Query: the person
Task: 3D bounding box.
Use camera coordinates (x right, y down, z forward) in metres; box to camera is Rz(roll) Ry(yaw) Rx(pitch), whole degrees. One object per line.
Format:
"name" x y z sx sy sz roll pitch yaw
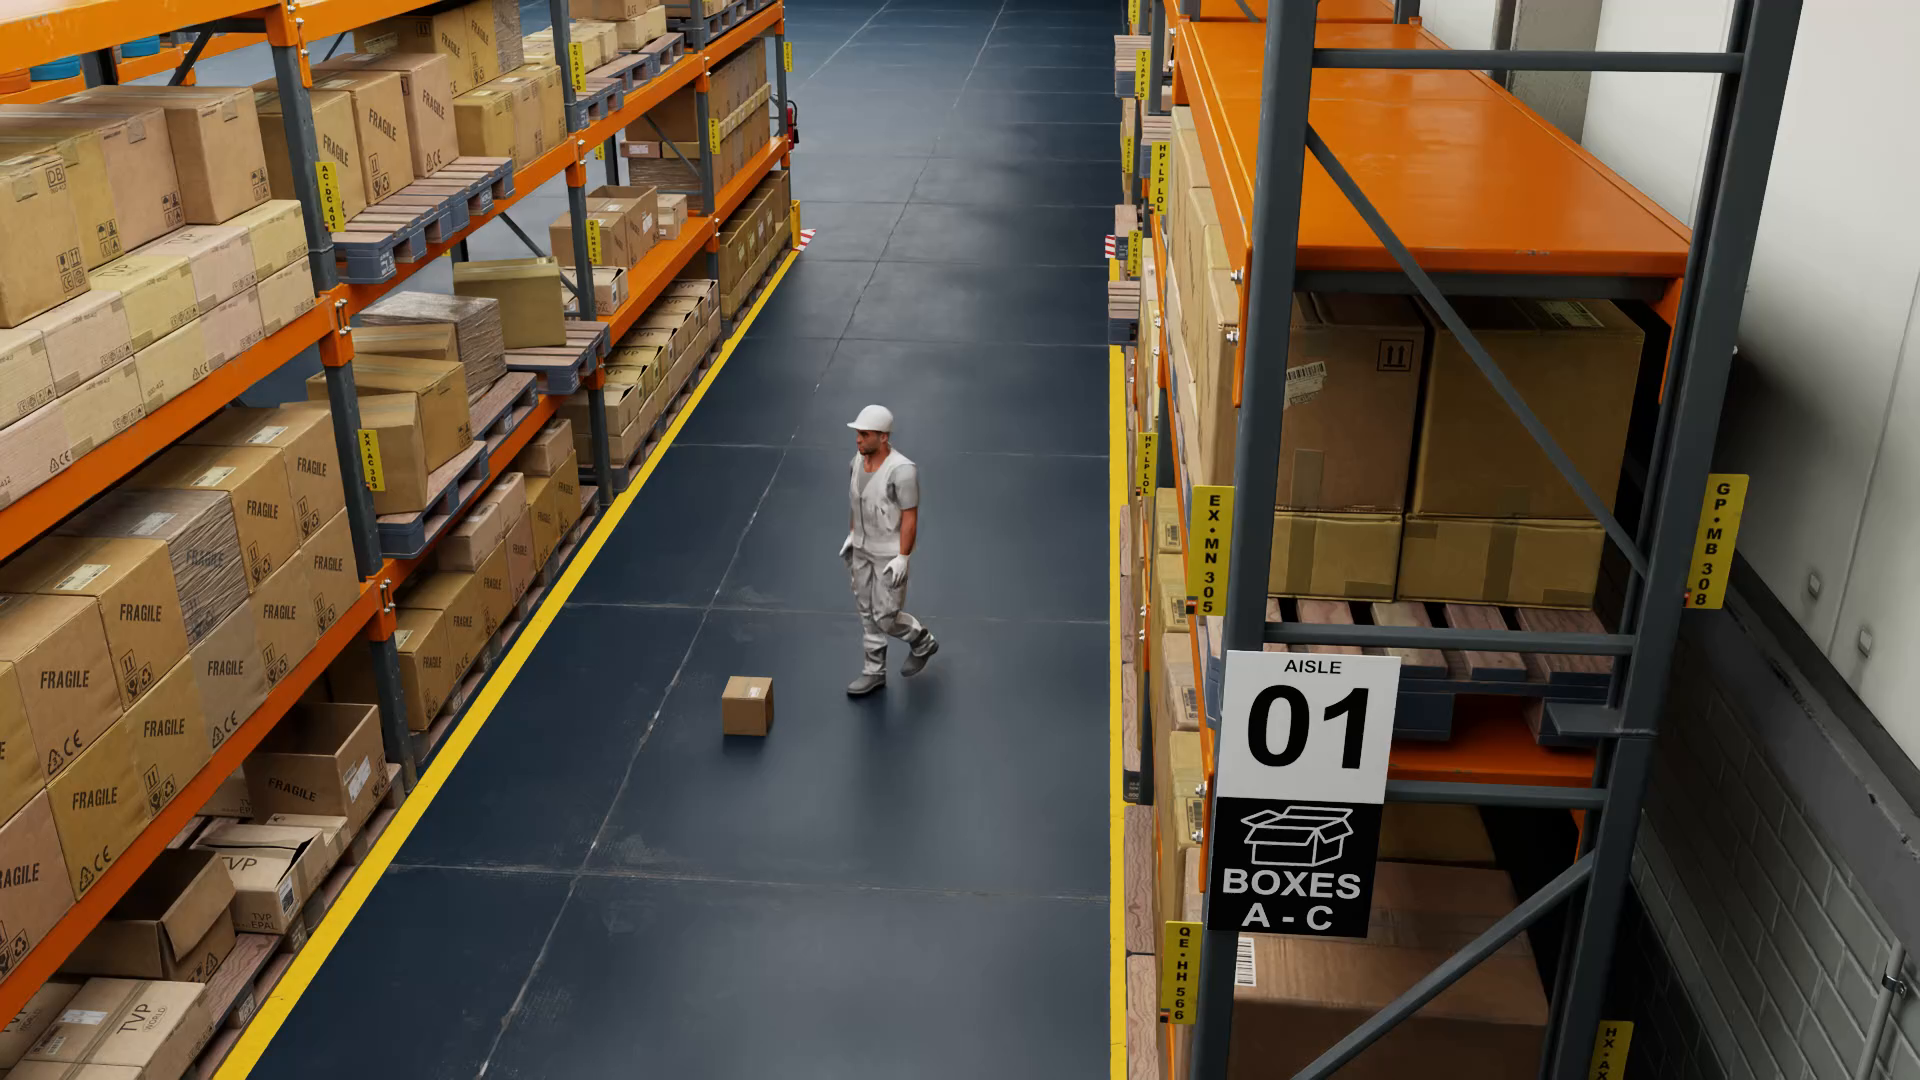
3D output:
"person" -0.463 0.057 9.830 0.571 1.796 0.575 -22 32 -40
